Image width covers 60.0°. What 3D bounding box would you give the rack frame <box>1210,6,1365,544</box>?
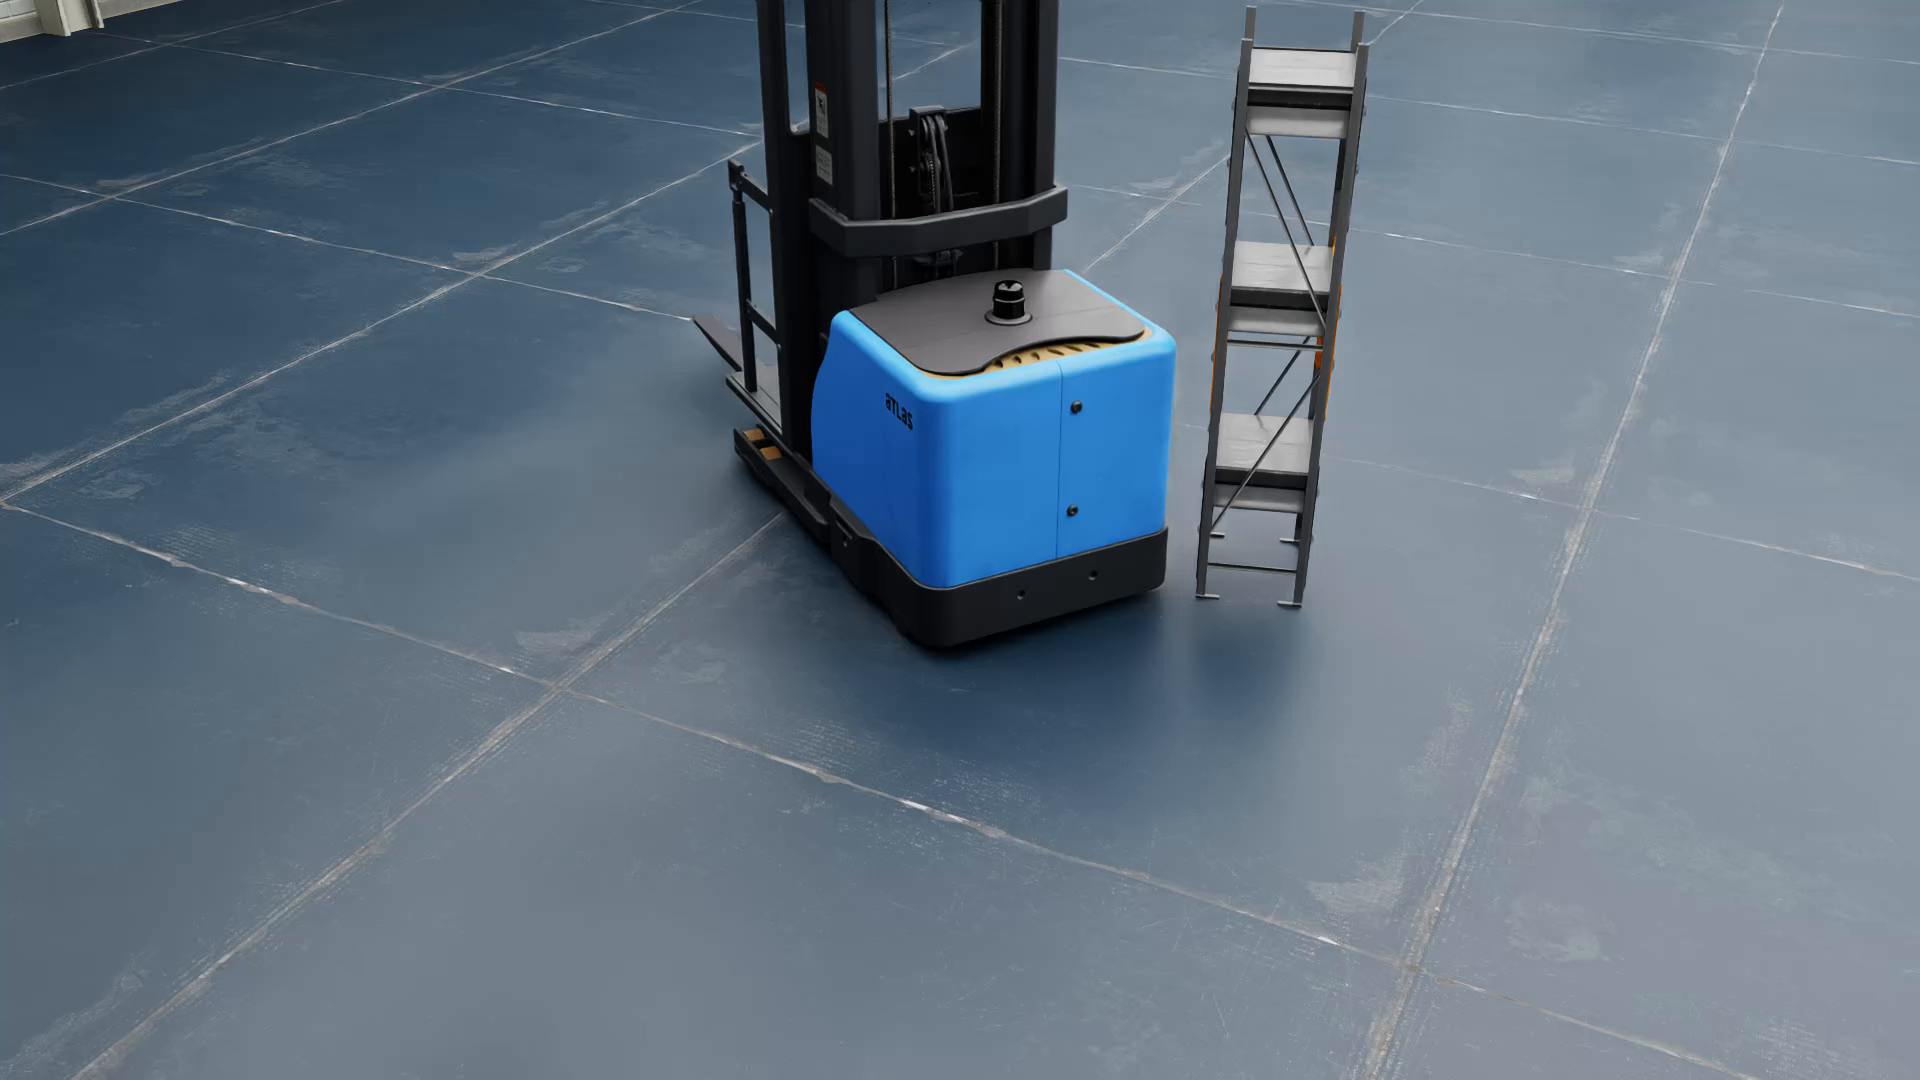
[{"bbox_3d":[1.187,-0.915,6.235,0.400,2.100,0.015,5,30,9],"label":"rack frame"}]

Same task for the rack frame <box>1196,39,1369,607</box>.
[{"bbox_3d":[1.100,-0.676,5.819,0.400,2.100,0.015,5,30,9],"label":"rack frame"}]

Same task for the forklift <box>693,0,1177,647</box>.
[{"bbox_3d":[-0.335,-1.598,6.590,1.130,2.935,3.031,-14,33,-23],"label":"forklift"}]

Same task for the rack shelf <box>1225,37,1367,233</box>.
[{"bbox_3d":[1.144,-1.391,5.685,0.431,0.518,0.480,5,30,9],"label":"rack shelf"}]

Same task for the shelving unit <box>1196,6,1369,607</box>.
[{"bbox_3d":[1.144,-0.796,6.027,0.431,2.100,0.503,5,30,9],"label":"shelving unit"}]

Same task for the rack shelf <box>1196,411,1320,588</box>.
[{"bbox_3d":[1.144,-0.177,6.383,0.431,0.518,0.480,5,30,9],"label":"rack shelf"}]

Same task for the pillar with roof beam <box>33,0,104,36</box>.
[{"bbox_3d":[-3.898,-7.375,10.556,9.100,9.000,0.400,14,33,23],"label":"pillar with roof beam"}]

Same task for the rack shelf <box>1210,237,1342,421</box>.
[{"bbox_3d":[1.144,-0.784,6.034,0.431,0.518,0.480,5,30,9],"label":"rack shelf"}]
